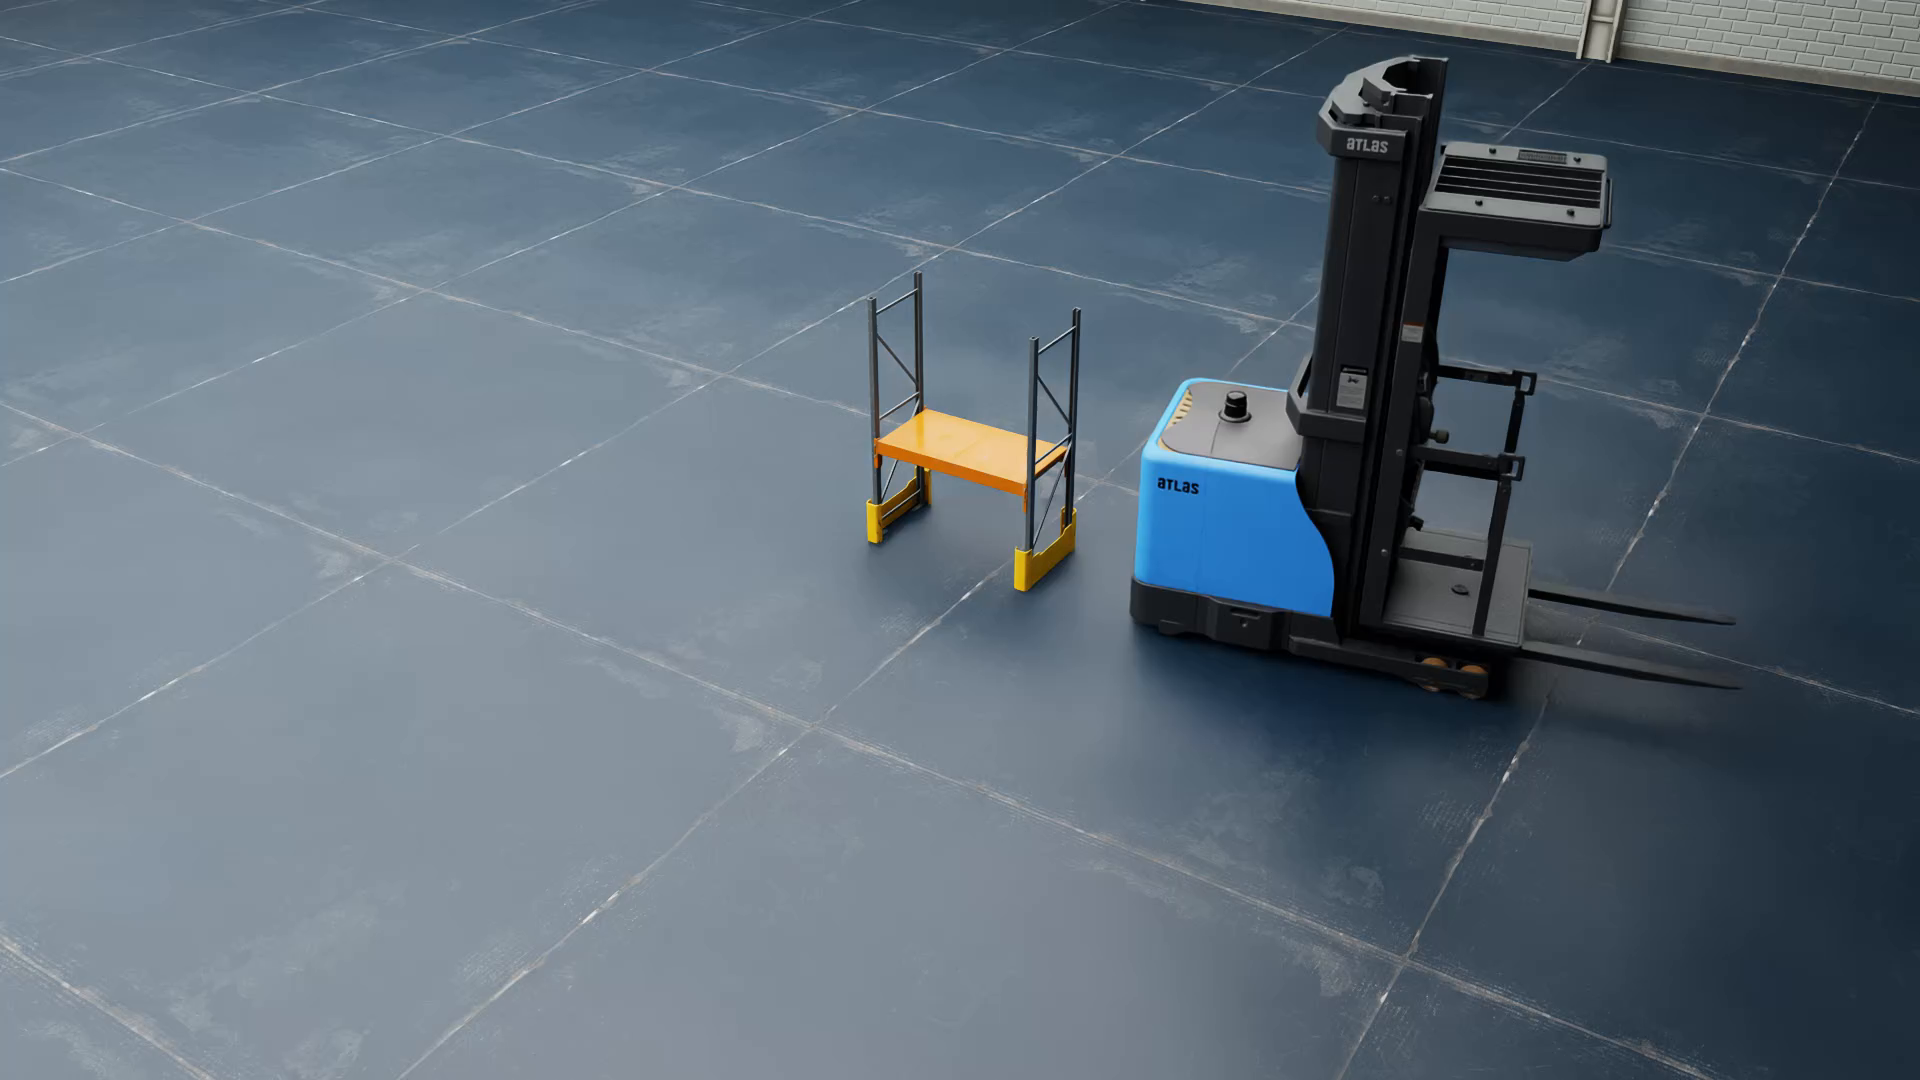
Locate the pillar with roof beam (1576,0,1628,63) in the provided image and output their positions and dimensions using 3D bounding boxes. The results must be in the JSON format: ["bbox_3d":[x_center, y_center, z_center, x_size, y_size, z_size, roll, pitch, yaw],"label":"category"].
[{"bbox_3d":[5.133,-7.673,13.973,0.400,9.000,9.100,18,35,27],"label":"pillar with roof beam"}]

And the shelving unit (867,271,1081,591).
[{"bbox_3d":[0.065,-0.627,9.337,1.083,1.500,0.587,18,35,27],"label":"shelving unit"}]

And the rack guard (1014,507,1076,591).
[{"bbox_3d":[0.486,0.046,9.423,0.087,0.250,0.587,18,35,27],"label":"rack guard"}]

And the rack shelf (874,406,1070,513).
[{"bbox_3d":[0.072,-0.470,9.424,1.000,0.185,0.538,18,35,27],"label":"rack shelf"}]

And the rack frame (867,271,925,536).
[{"bbox_3d":[-0.358,-0.761,9.566,0.032,1.500,0.500,18,35,27],"label":"rack frame"}]

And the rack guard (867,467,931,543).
[{"bbox_3d":[-0.357,-0.221,9.881,0.087,0.250,0.587,18,35,27],"label":"rack guard"}]

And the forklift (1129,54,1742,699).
[{"bbox_3d":[2.484,-0.769,8.160,3.031,2.935,1.130,10,32,17],"label":"forklift"}]

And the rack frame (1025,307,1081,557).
[{"bbox_3d":[0.503,-0.489,9.099,0.032,1.500,0.500,18,35,27],"label":"rack frame"}]
